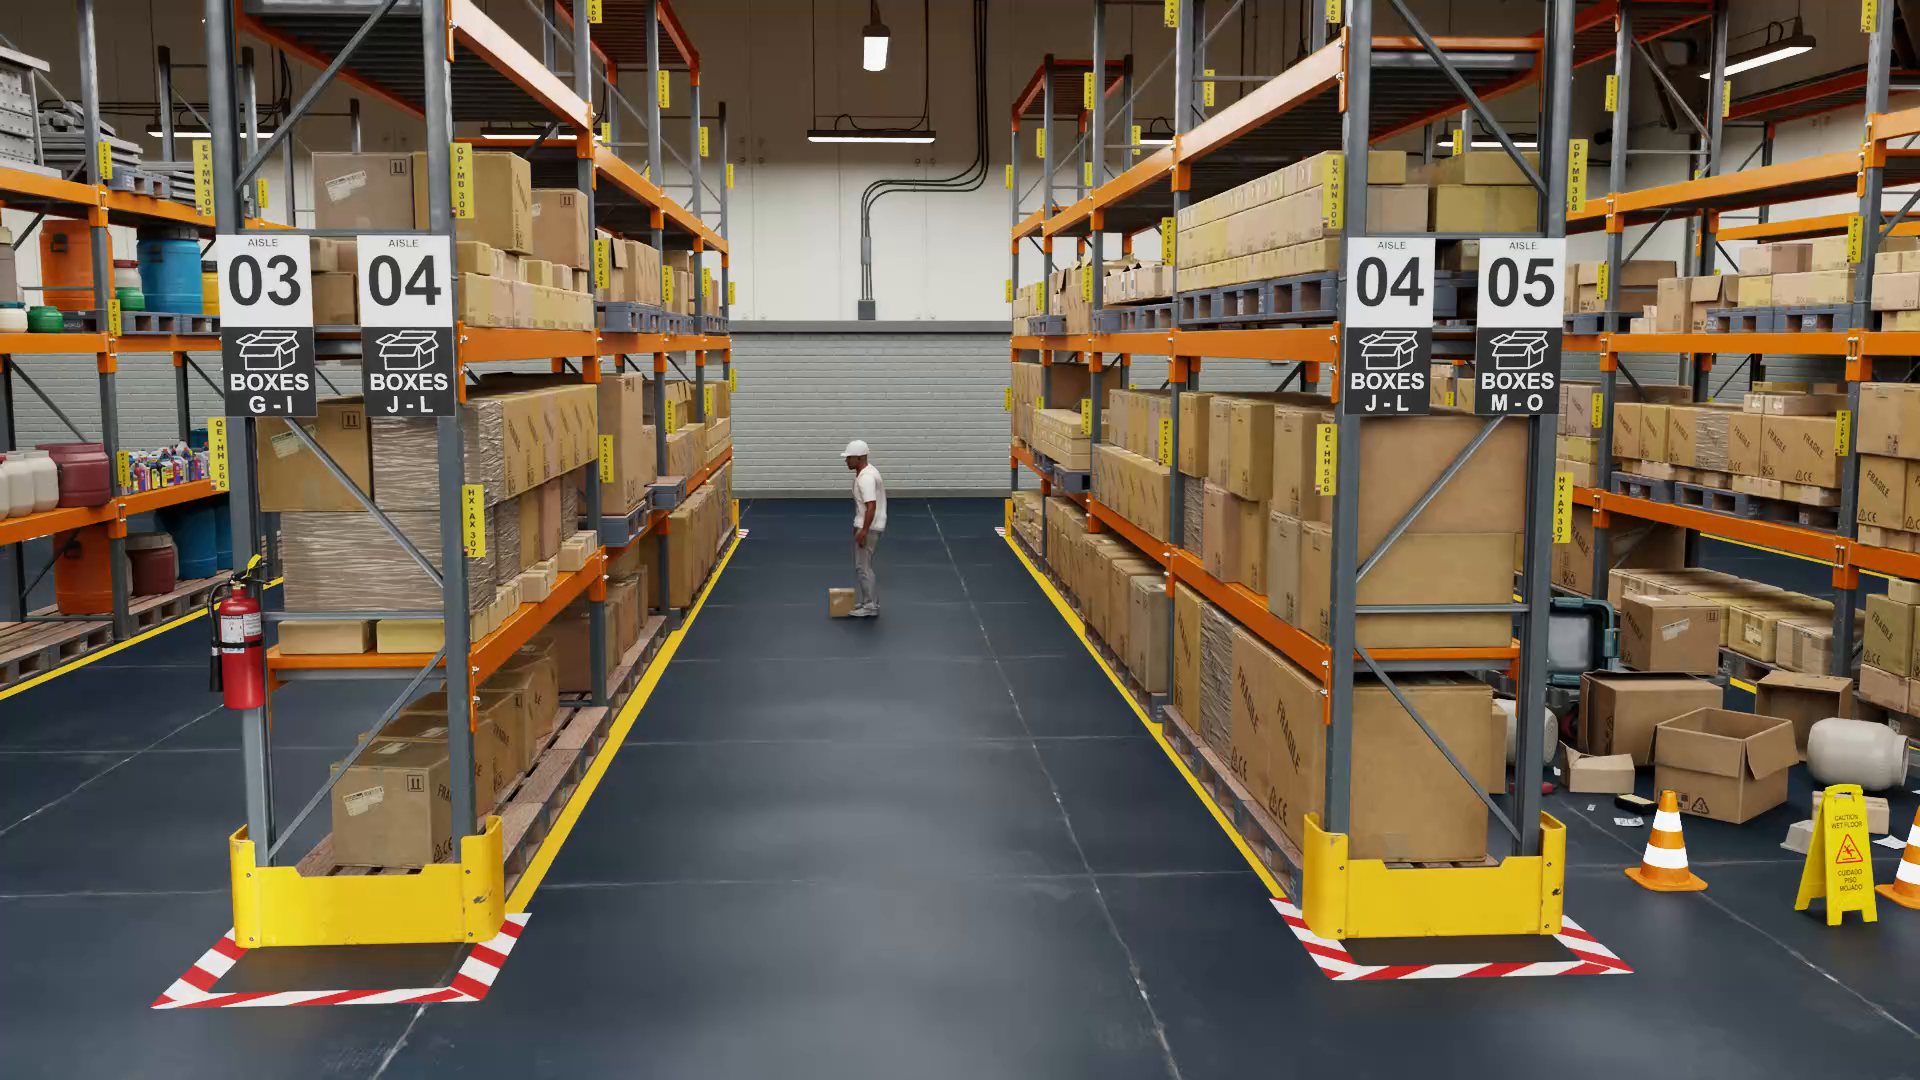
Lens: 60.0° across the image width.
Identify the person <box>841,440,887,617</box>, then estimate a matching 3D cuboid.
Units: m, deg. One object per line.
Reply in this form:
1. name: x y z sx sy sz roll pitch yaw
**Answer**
1. person: -0.965 -0.120 16.671 0.454 1.761 0.636 -1 7 -6
